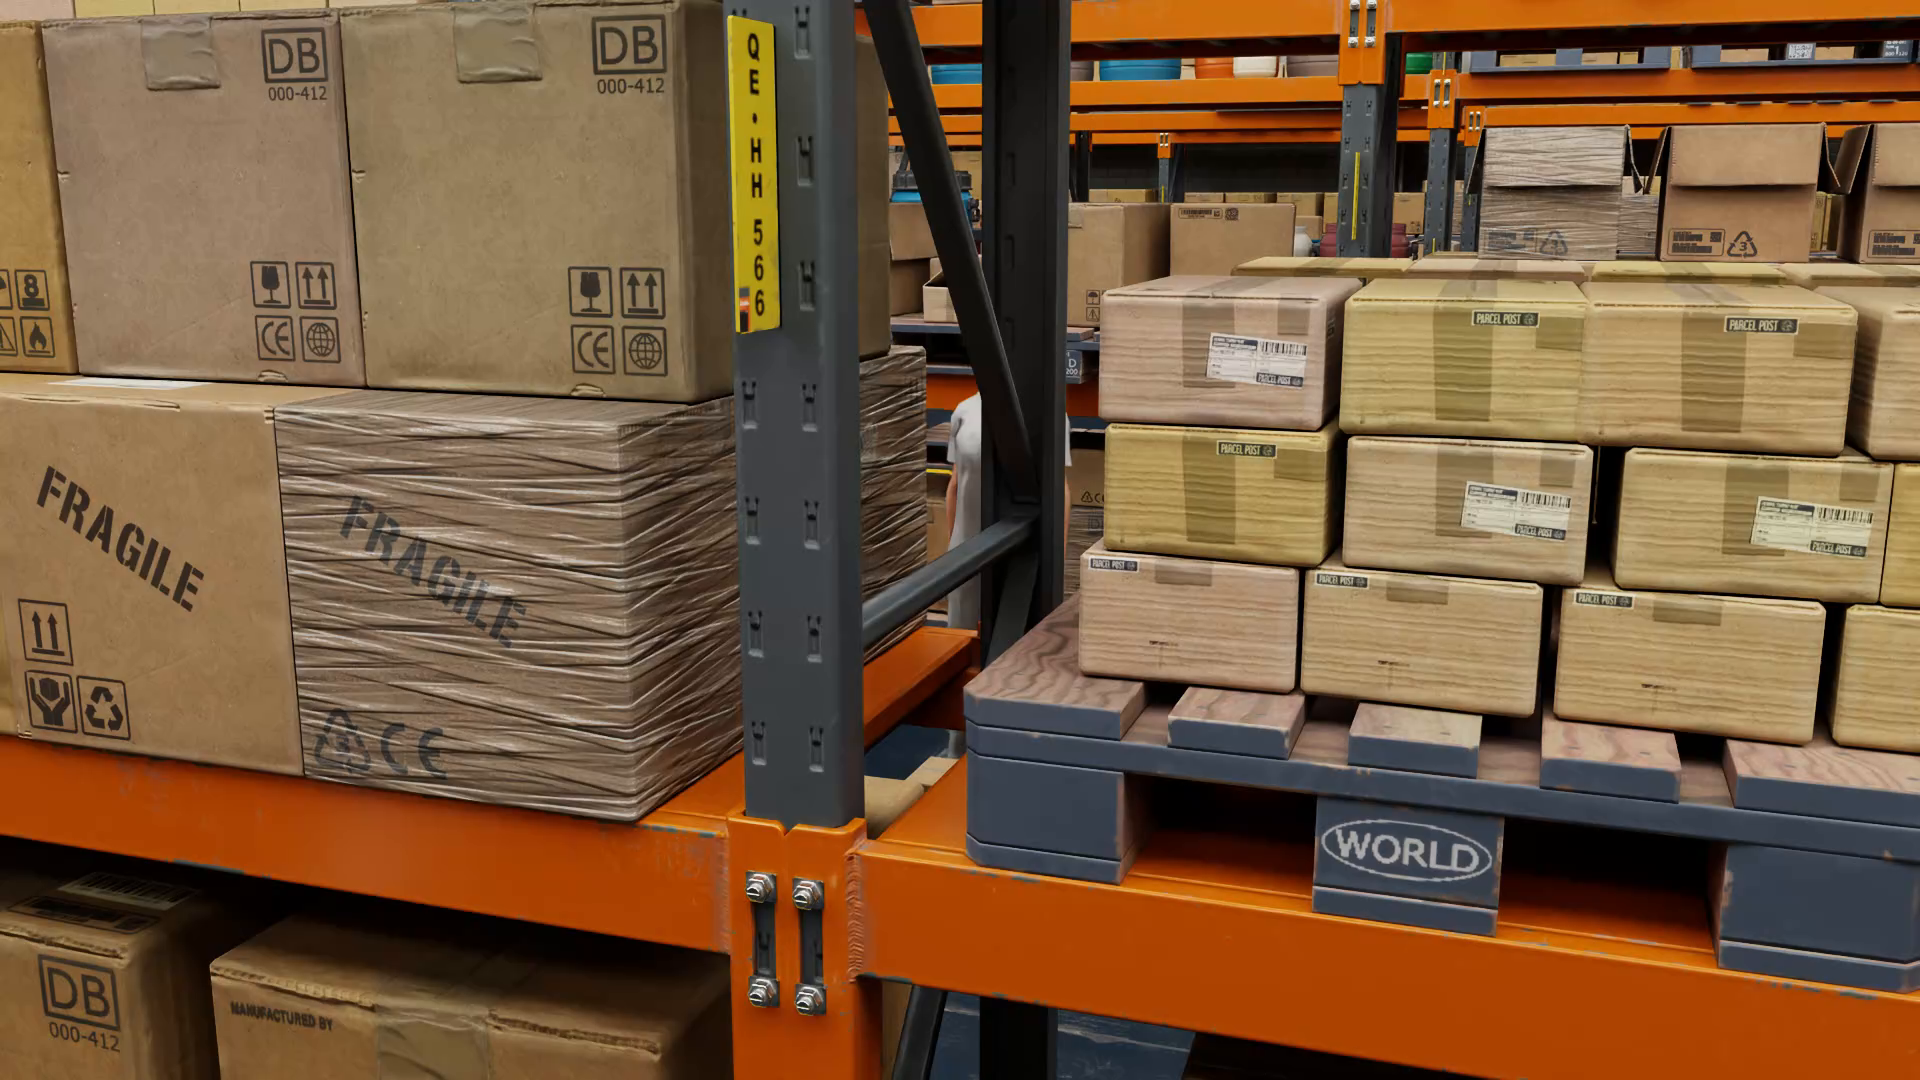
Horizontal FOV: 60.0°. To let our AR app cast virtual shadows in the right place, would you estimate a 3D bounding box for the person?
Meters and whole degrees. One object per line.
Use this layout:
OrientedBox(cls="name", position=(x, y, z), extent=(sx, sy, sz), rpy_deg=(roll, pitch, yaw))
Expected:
OrientedBox(cls="person", position=(0.146, 0.105, 5.610), extent=(0.450, 1.722, 0.410), rpy_deg=(4, 13, 20))
